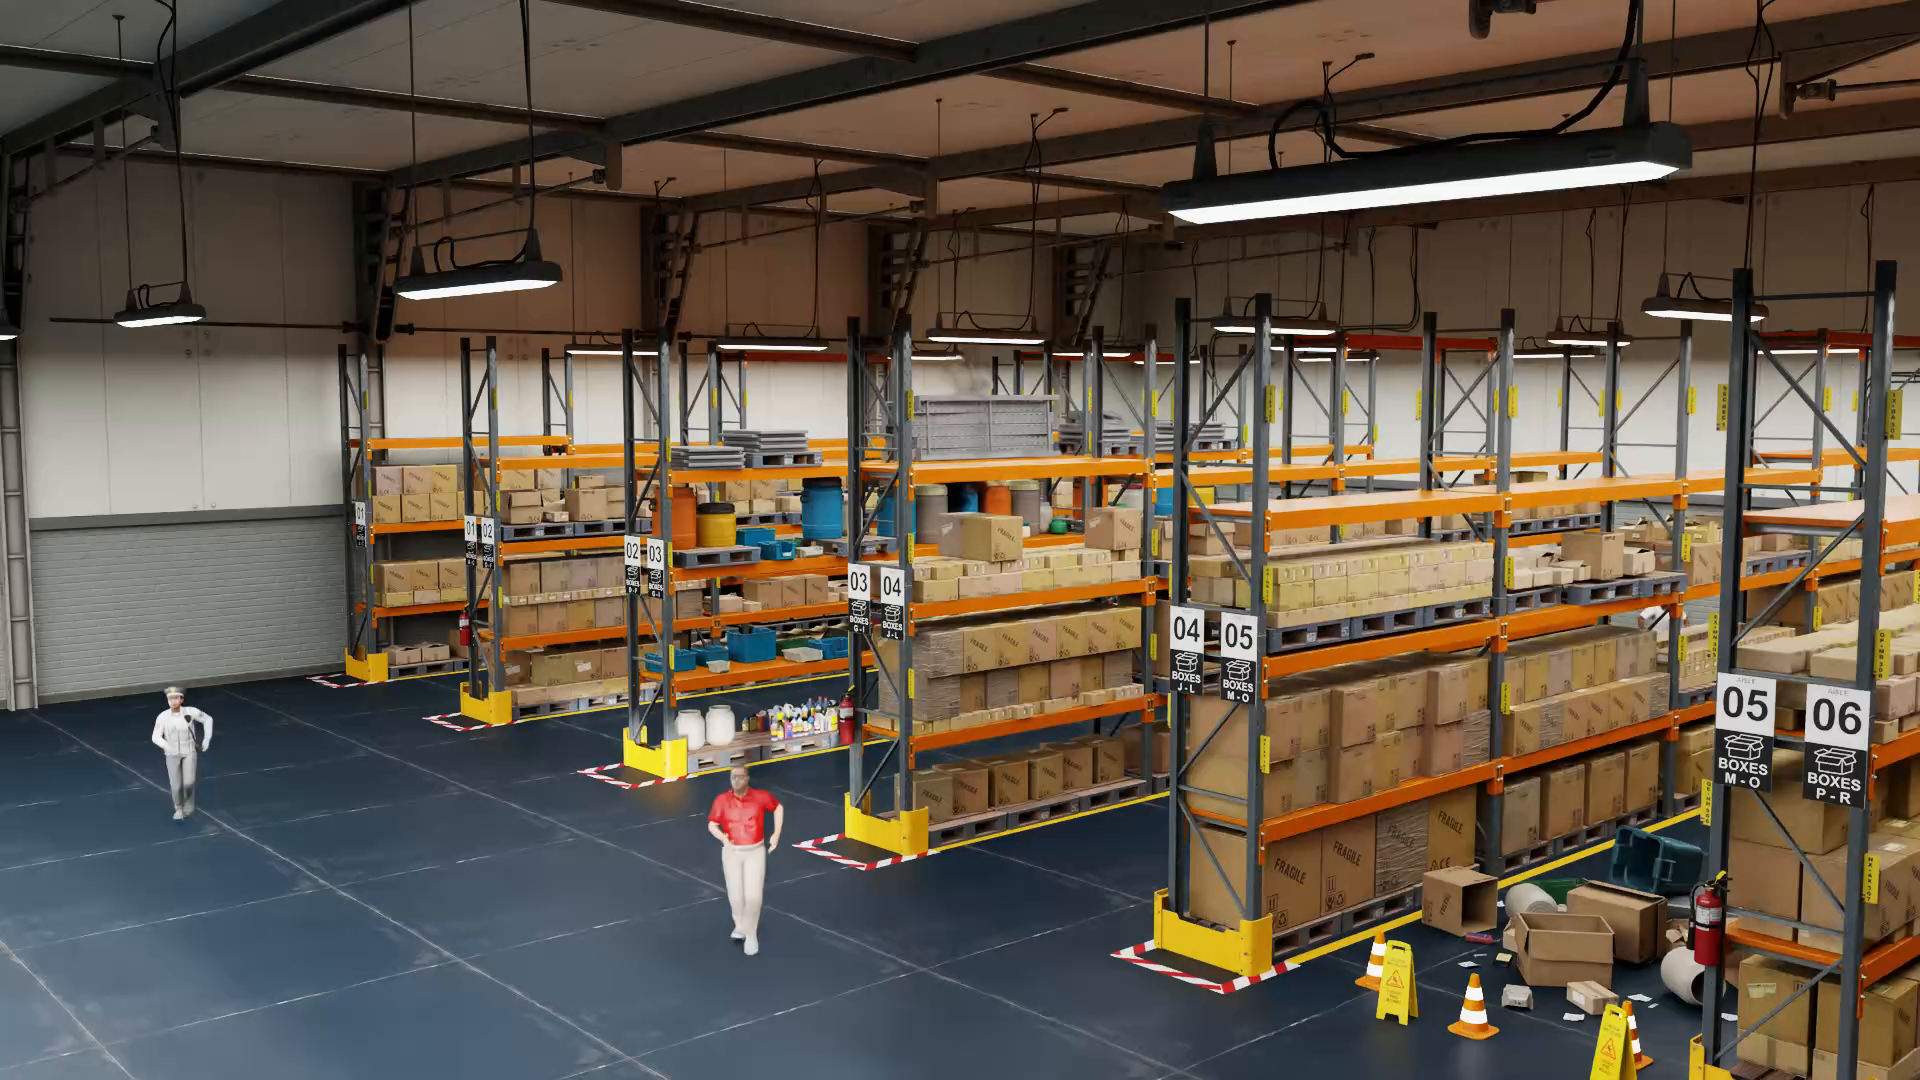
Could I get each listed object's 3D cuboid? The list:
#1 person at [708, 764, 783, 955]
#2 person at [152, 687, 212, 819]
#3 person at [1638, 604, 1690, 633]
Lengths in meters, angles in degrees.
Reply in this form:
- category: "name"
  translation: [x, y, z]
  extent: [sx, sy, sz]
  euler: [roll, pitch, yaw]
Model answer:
- category: "person"
  translation: [-2.000, 2.960, 15.425]
  extent: [0.671, 1.750, 0.737]
  euler: [0, 5, 1]
- category: "person"
  translation: [-9.285, 2.555, 19.860]
  extent: [0.634, 1.651, 0.729]
  euler: [-2, 5, -18]
- category: "person"
  translation: [12.273, 1.718, 28.942]
  extent: [0.842, 1.720, 0.559]
  euler: [1, 5, 6]
